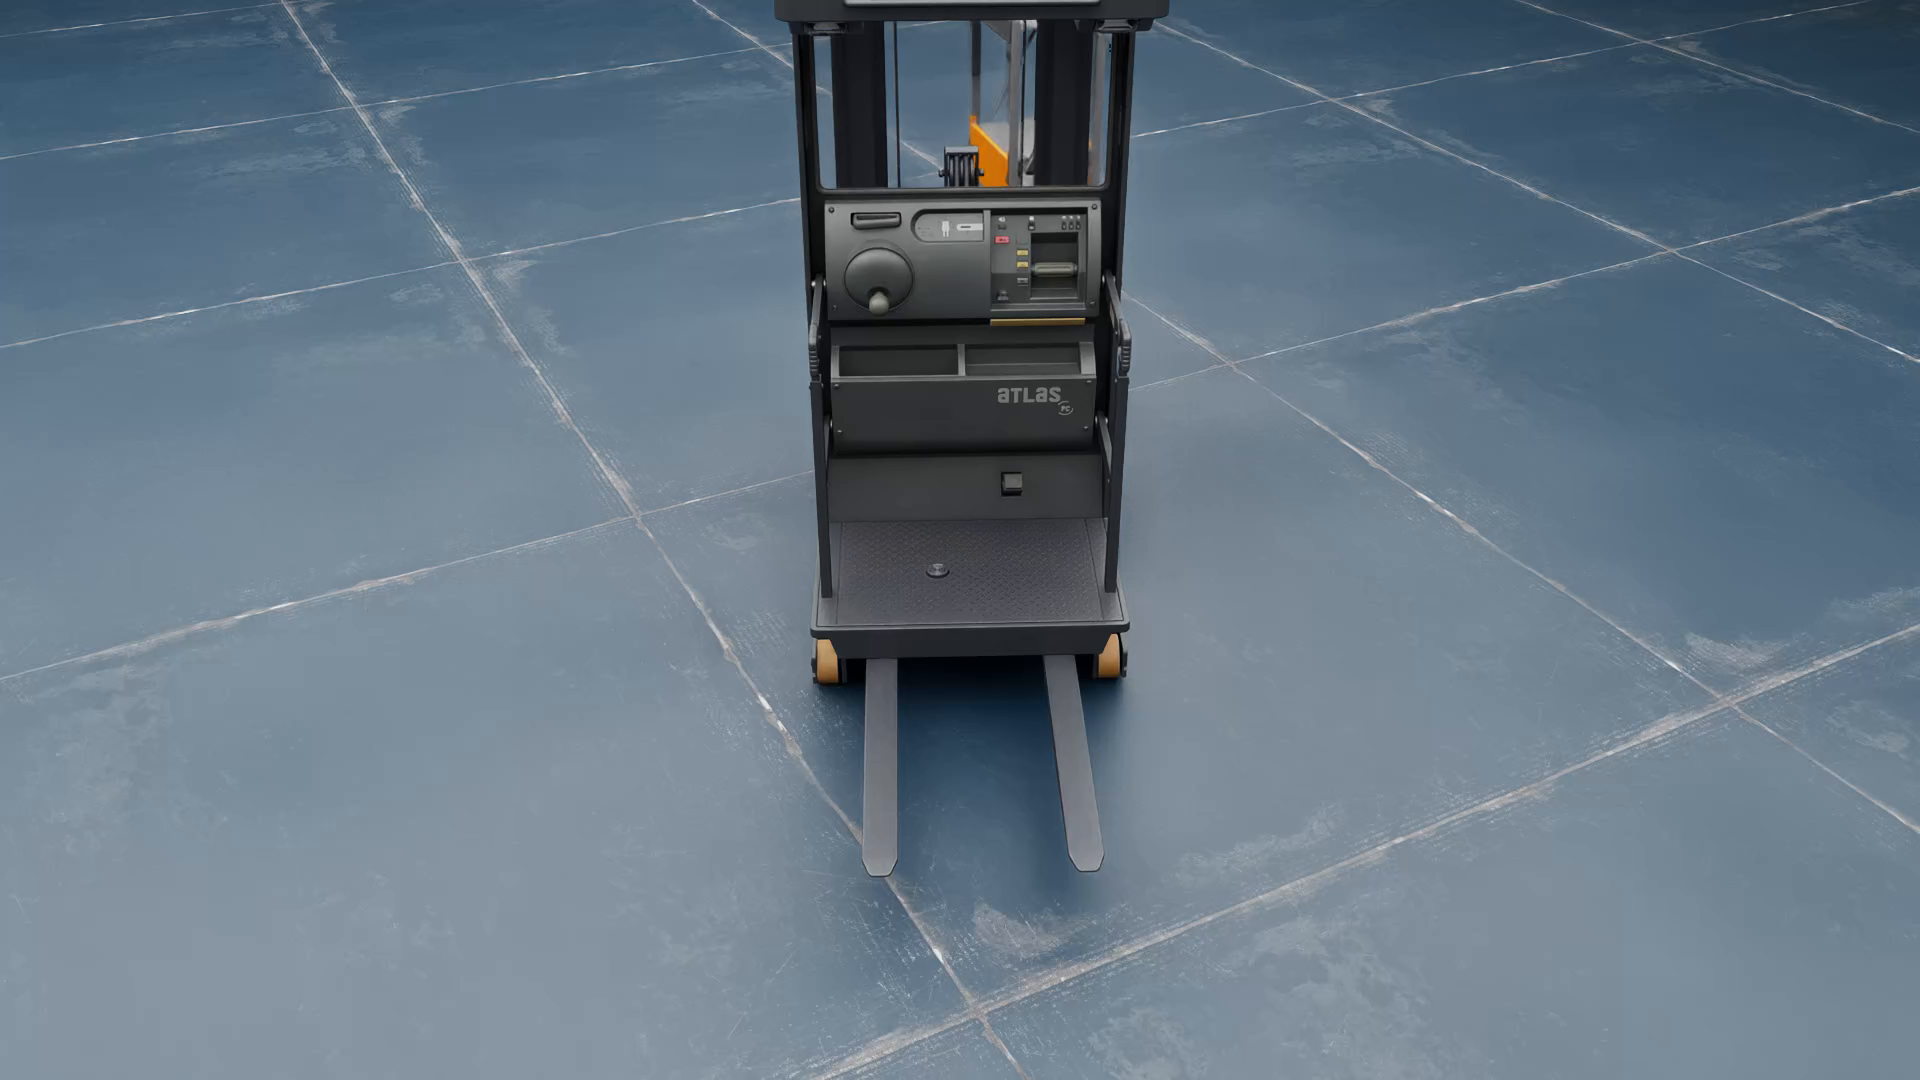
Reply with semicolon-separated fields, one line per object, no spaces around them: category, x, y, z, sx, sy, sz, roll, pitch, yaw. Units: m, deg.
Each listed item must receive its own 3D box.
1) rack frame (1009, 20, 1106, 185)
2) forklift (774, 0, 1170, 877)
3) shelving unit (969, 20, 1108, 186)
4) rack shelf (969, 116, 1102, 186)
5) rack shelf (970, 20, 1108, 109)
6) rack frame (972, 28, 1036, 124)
rack frame;0.394;-1.419;7.018;0.400;2.100;0.015;-10;34;-15
forklift;0.021;-0.895;5.430;1.130;2.935;3.031;-1;33;-2
shelving unit;0.318;-1.544;7.212;0.431;2.100;0.503;-10;34;-15
rack shelf;0.318;-1.533;7.220;0.431;0.518;0.480;-10;34;-15
rack shelf;0.319;-2.121;6.841;0.431;0.518;0.480;-10;34;-15
rack frame;0.242;-1.670;7.407;0.400;2.100;0.015;-10;34;-15
